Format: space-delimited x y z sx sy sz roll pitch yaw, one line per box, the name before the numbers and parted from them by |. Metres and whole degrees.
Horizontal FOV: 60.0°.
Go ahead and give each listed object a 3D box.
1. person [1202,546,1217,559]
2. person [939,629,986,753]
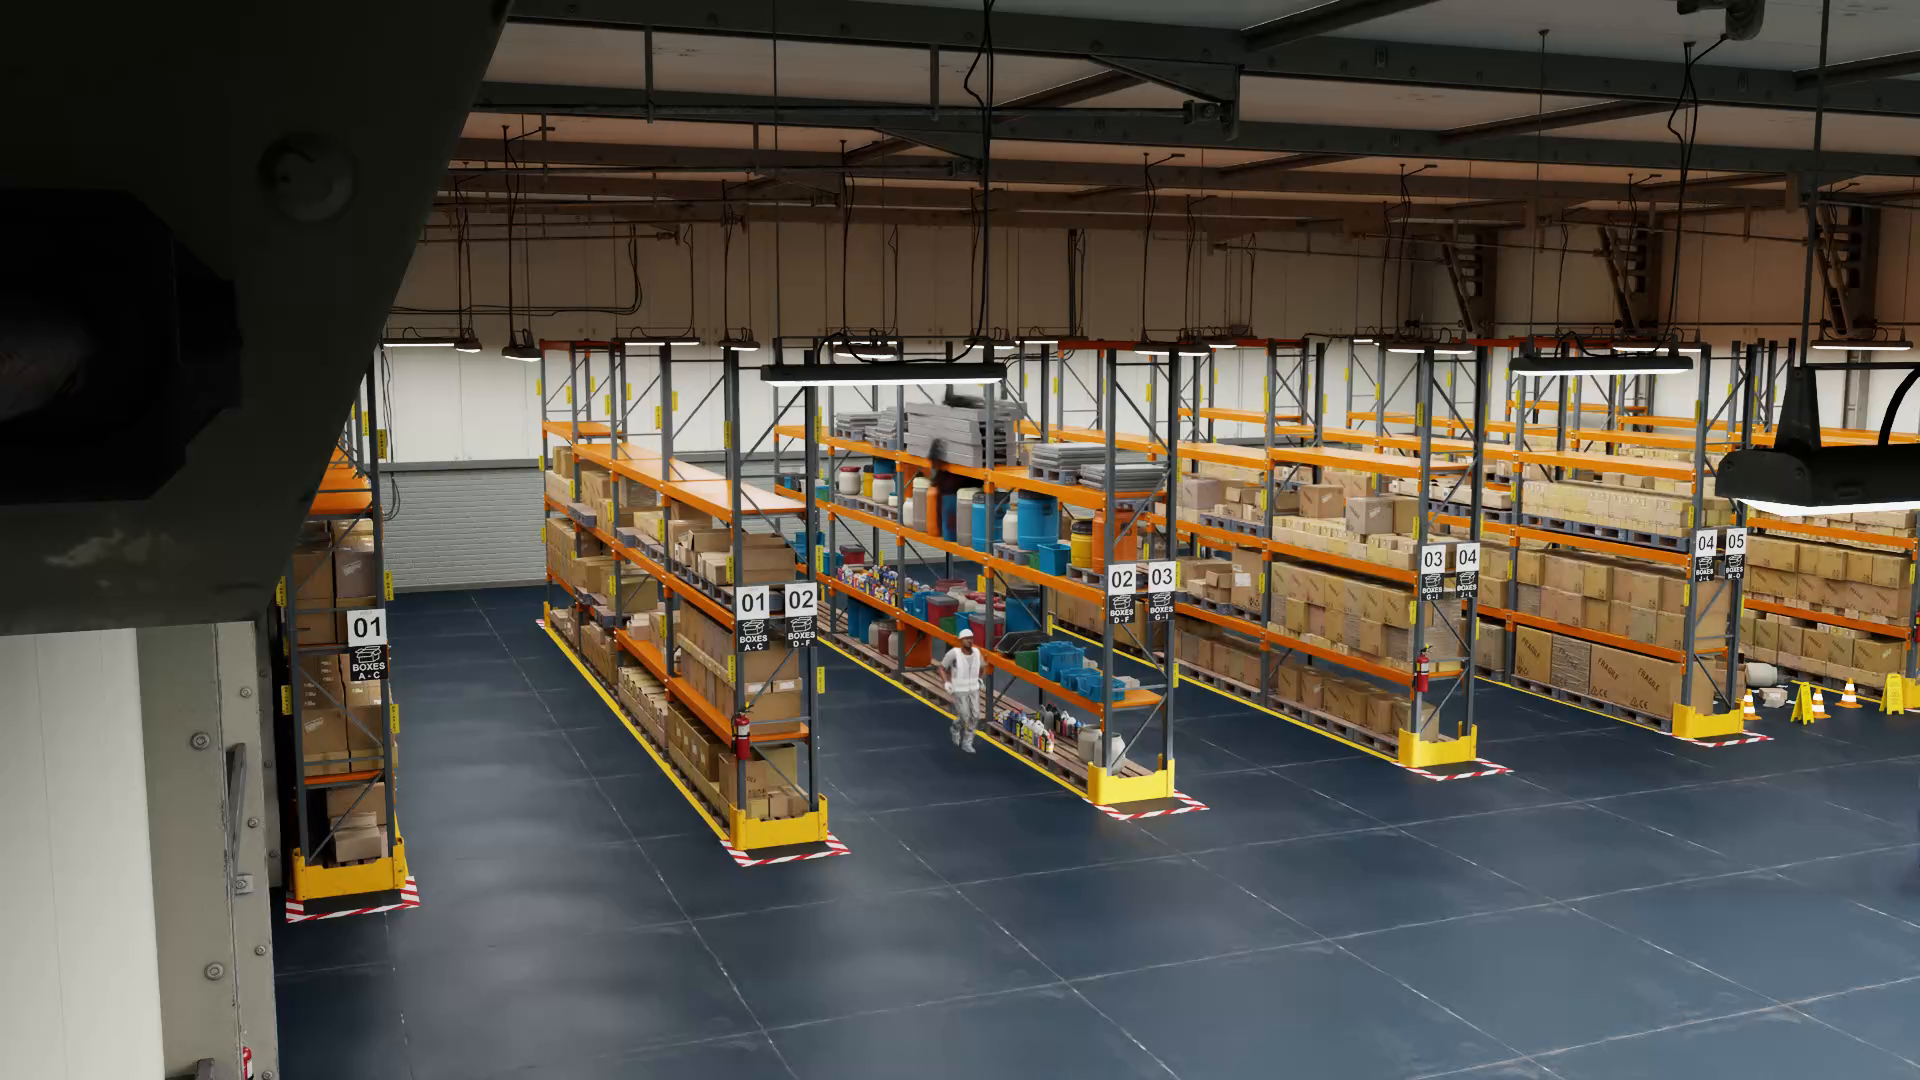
person | 6.276 0.056 41.814 0.547 1.685 0.778 5 9 33
person | 0.072 2.124 23.561 0.705 1.745 0.553 -4 8 -25
